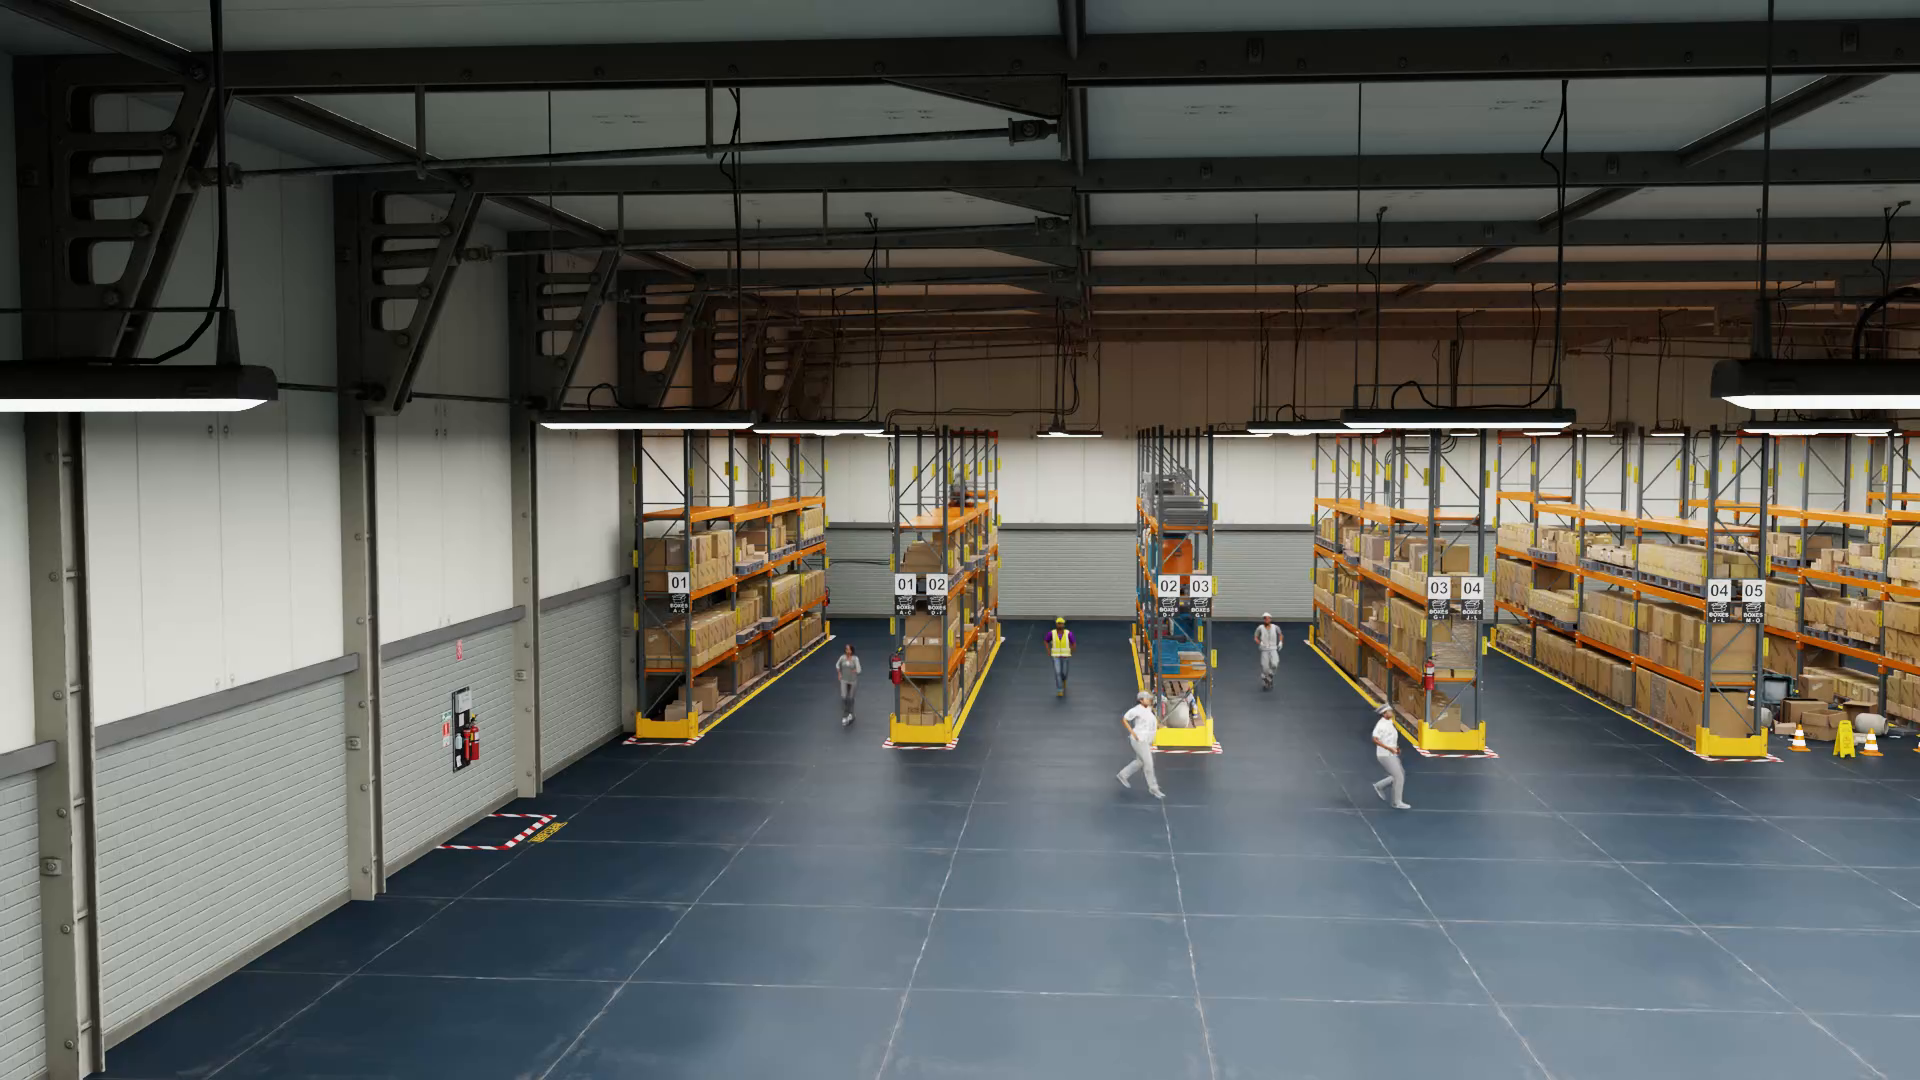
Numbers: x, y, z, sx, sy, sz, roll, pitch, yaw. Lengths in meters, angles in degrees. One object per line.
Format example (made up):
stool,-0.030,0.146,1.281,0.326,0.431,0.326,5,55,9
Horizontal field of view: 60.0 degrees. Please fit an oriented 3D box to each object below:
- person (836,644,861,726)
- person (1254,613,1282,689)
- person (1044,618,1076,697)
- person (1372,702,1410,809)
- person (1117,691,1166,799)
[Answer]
person,-2.244,2.908,33.529,0.518,1.633,0.719,0,3,-2
person,7.092,2.549,38.185,0.672,1.756,0.666,0,3,3
person,2.240,2.611,37.257,0.731,1.745,0.889,0,3,2
person,6.712,3.348,25.880,0.613,1.639,0.577,2,4,28
person,2.943,3.274,26.832,0.904,1.690,0.603,2,4,31
